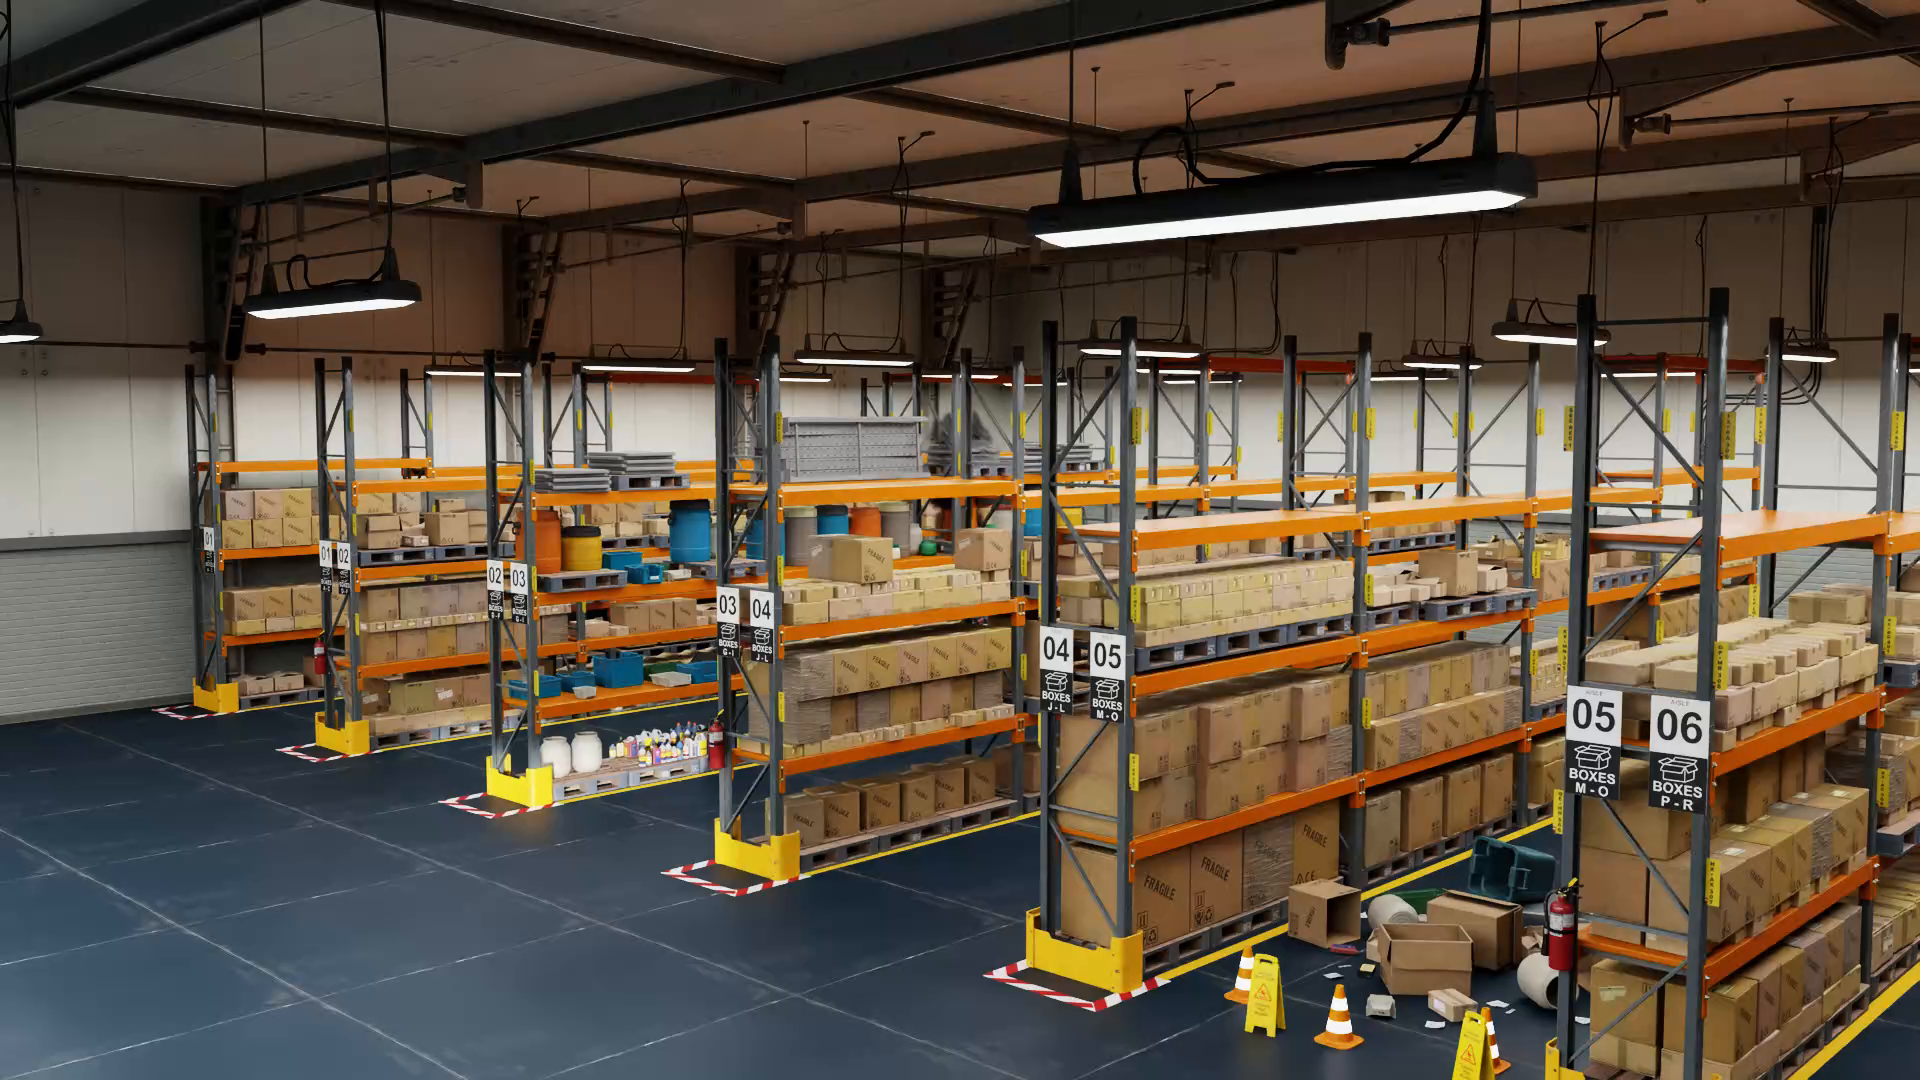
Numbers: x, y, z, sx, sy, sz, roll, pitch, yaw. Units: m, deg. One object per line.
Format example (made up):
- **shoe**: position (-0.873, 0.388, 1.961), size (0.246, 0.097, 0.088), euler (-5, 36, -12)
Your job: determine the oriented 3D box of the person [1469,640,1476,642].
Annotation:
- **person**: position (7.910, 2.386, 25.665), size (0.592, 1.694, 0.840), euler (4, 6, 42)
